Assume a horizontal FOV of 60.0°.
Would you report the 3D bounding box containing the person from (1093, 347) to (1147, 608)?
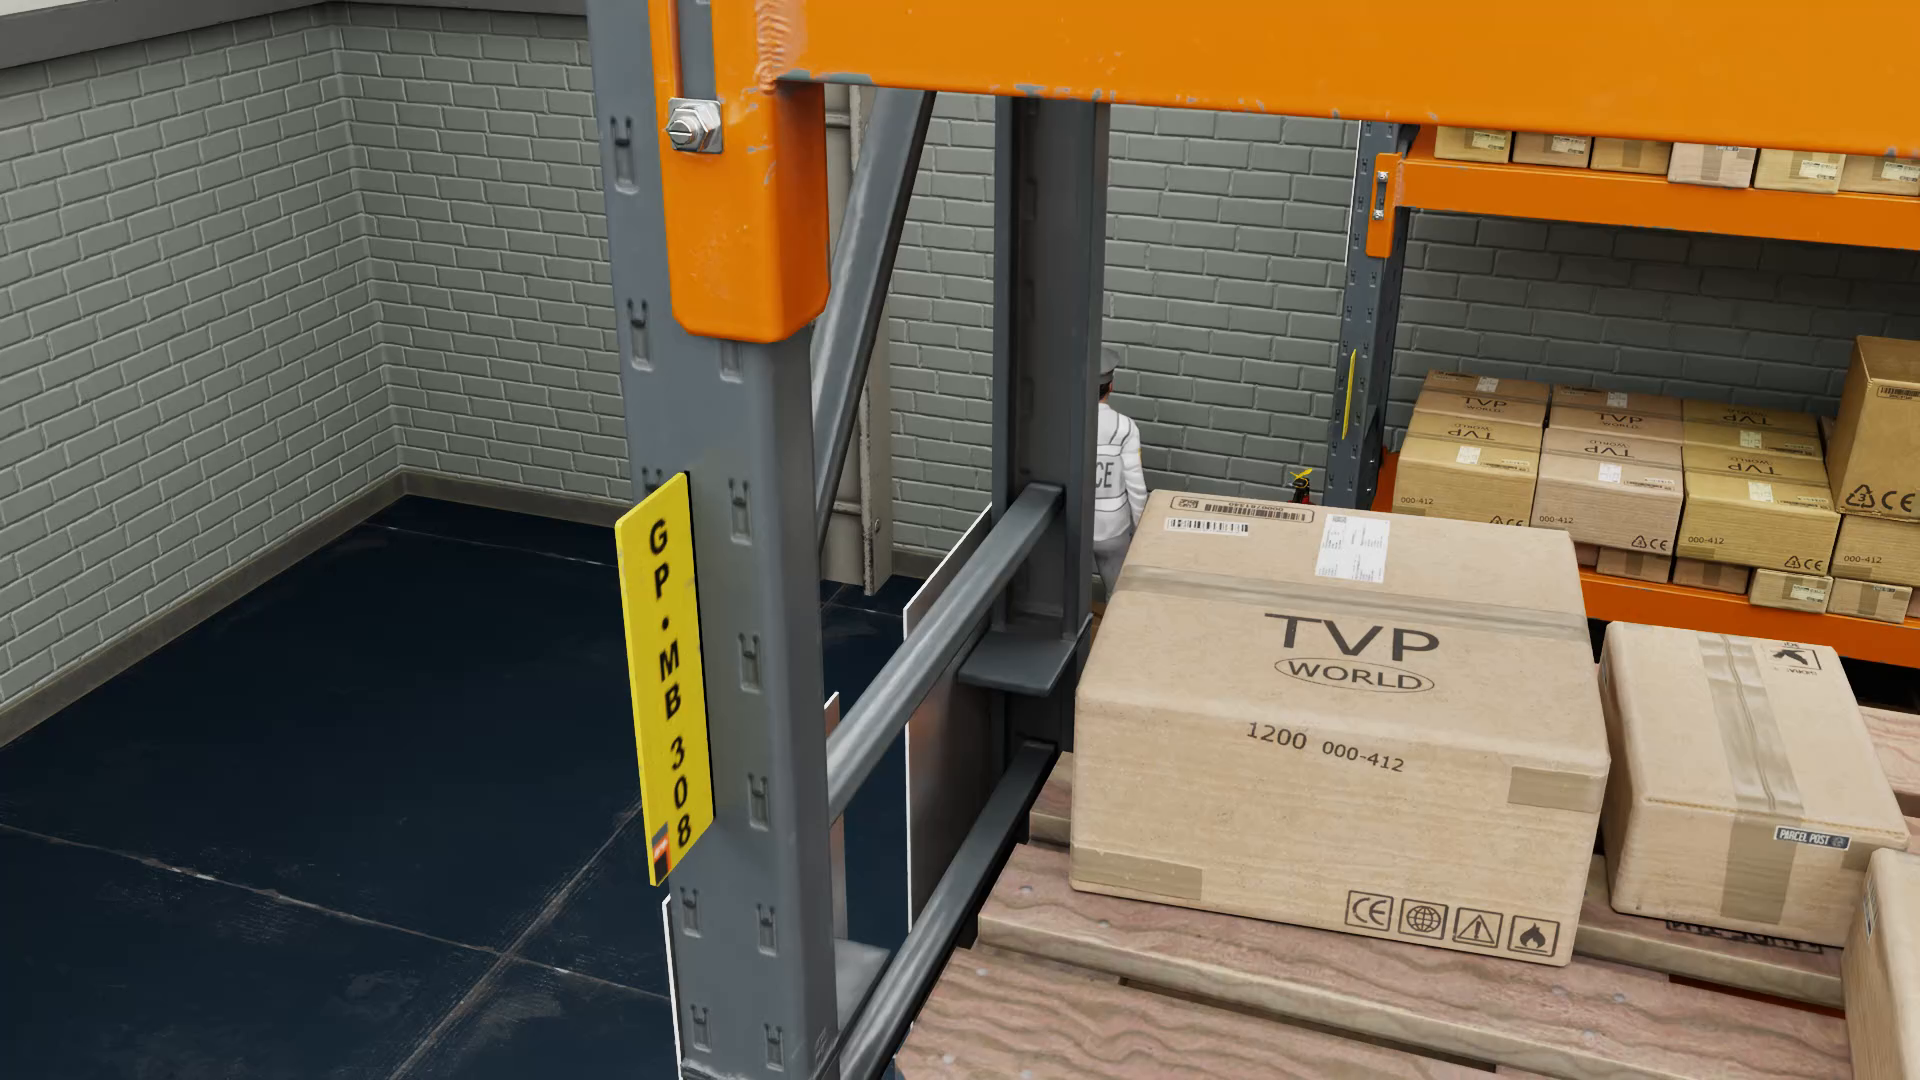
[{"bbox_3d":[0.612,-0.057,7.725,0.540,1.662,0.374,7,27,14],"label":"person"}]
